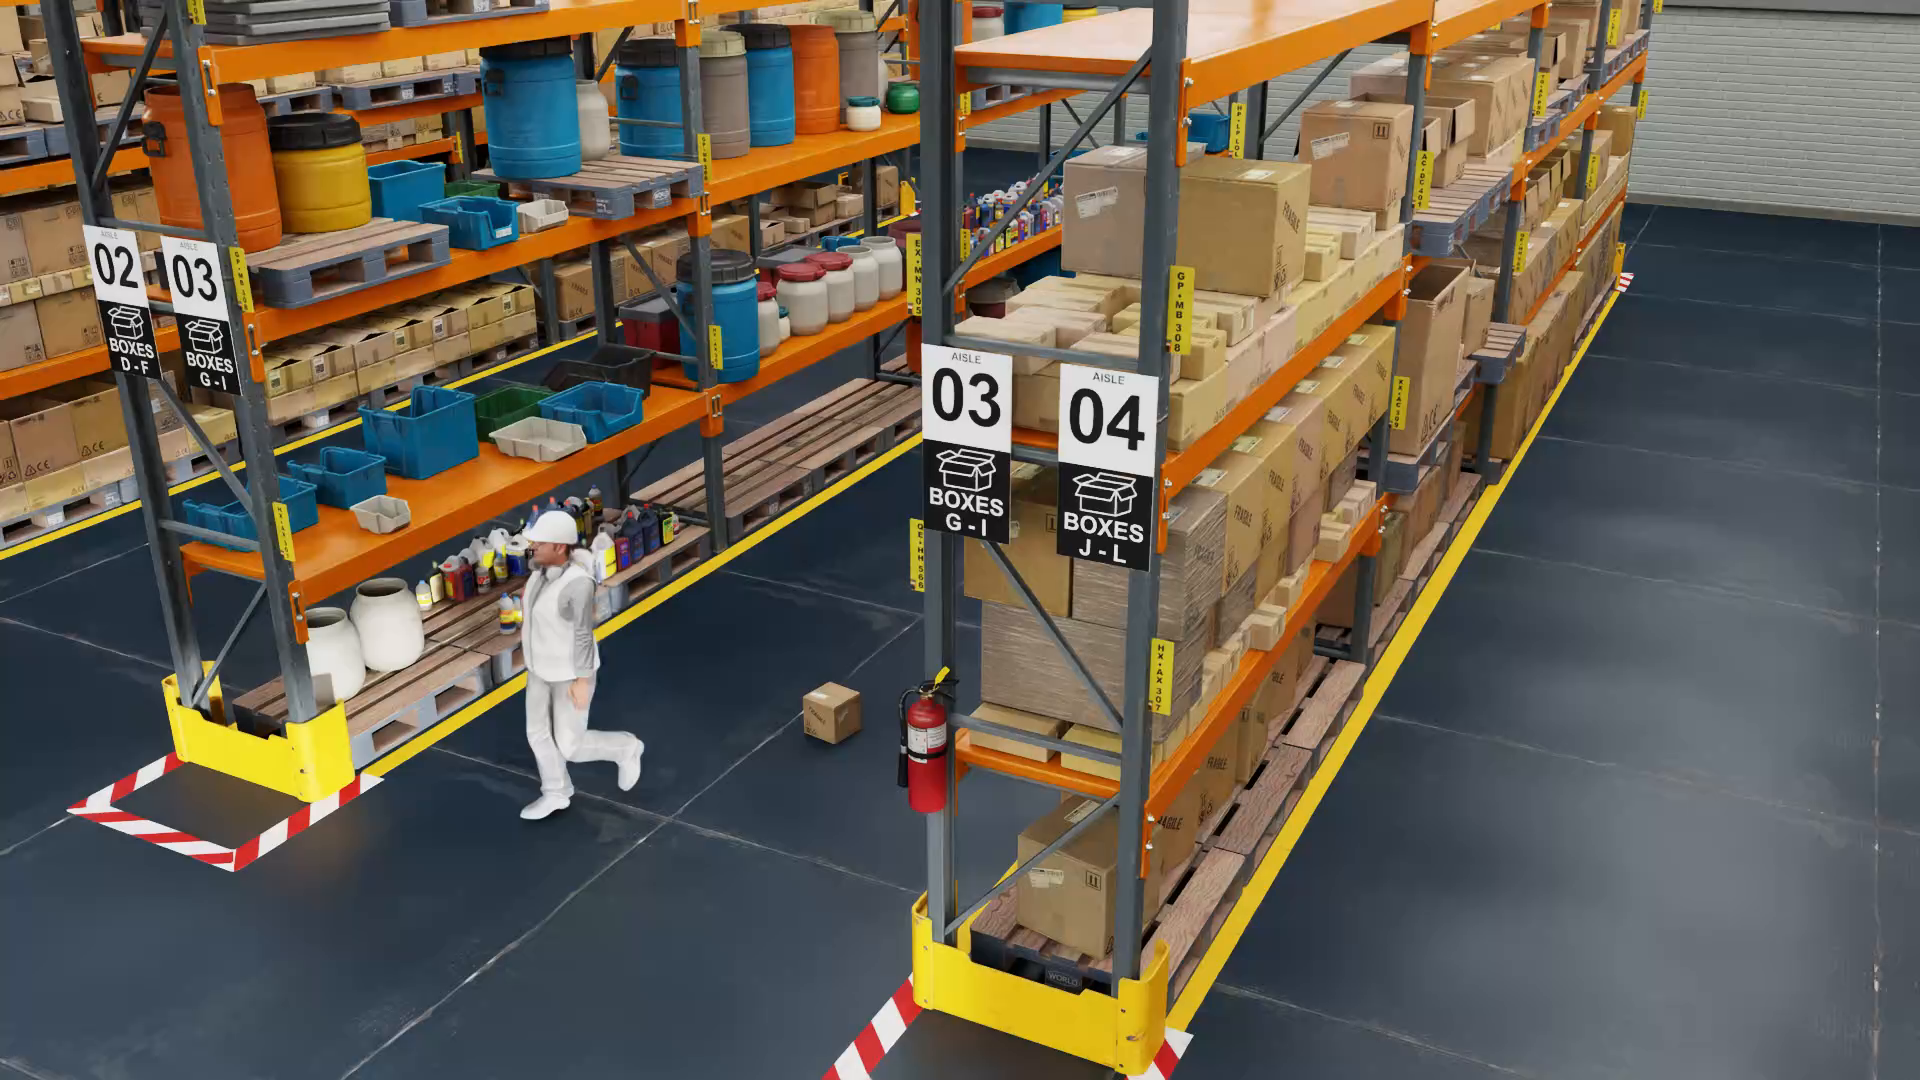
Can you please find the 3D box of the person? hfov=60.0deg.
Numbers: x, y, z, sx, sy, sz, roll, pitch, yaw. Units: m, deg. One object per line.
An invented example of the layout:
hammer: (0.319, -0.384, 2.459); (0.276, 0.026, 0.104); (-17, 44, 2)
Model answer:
person: (-2.135, 0.670, 9.056); (0.704, 1.755, 0.534); (-21, 30, -40)
